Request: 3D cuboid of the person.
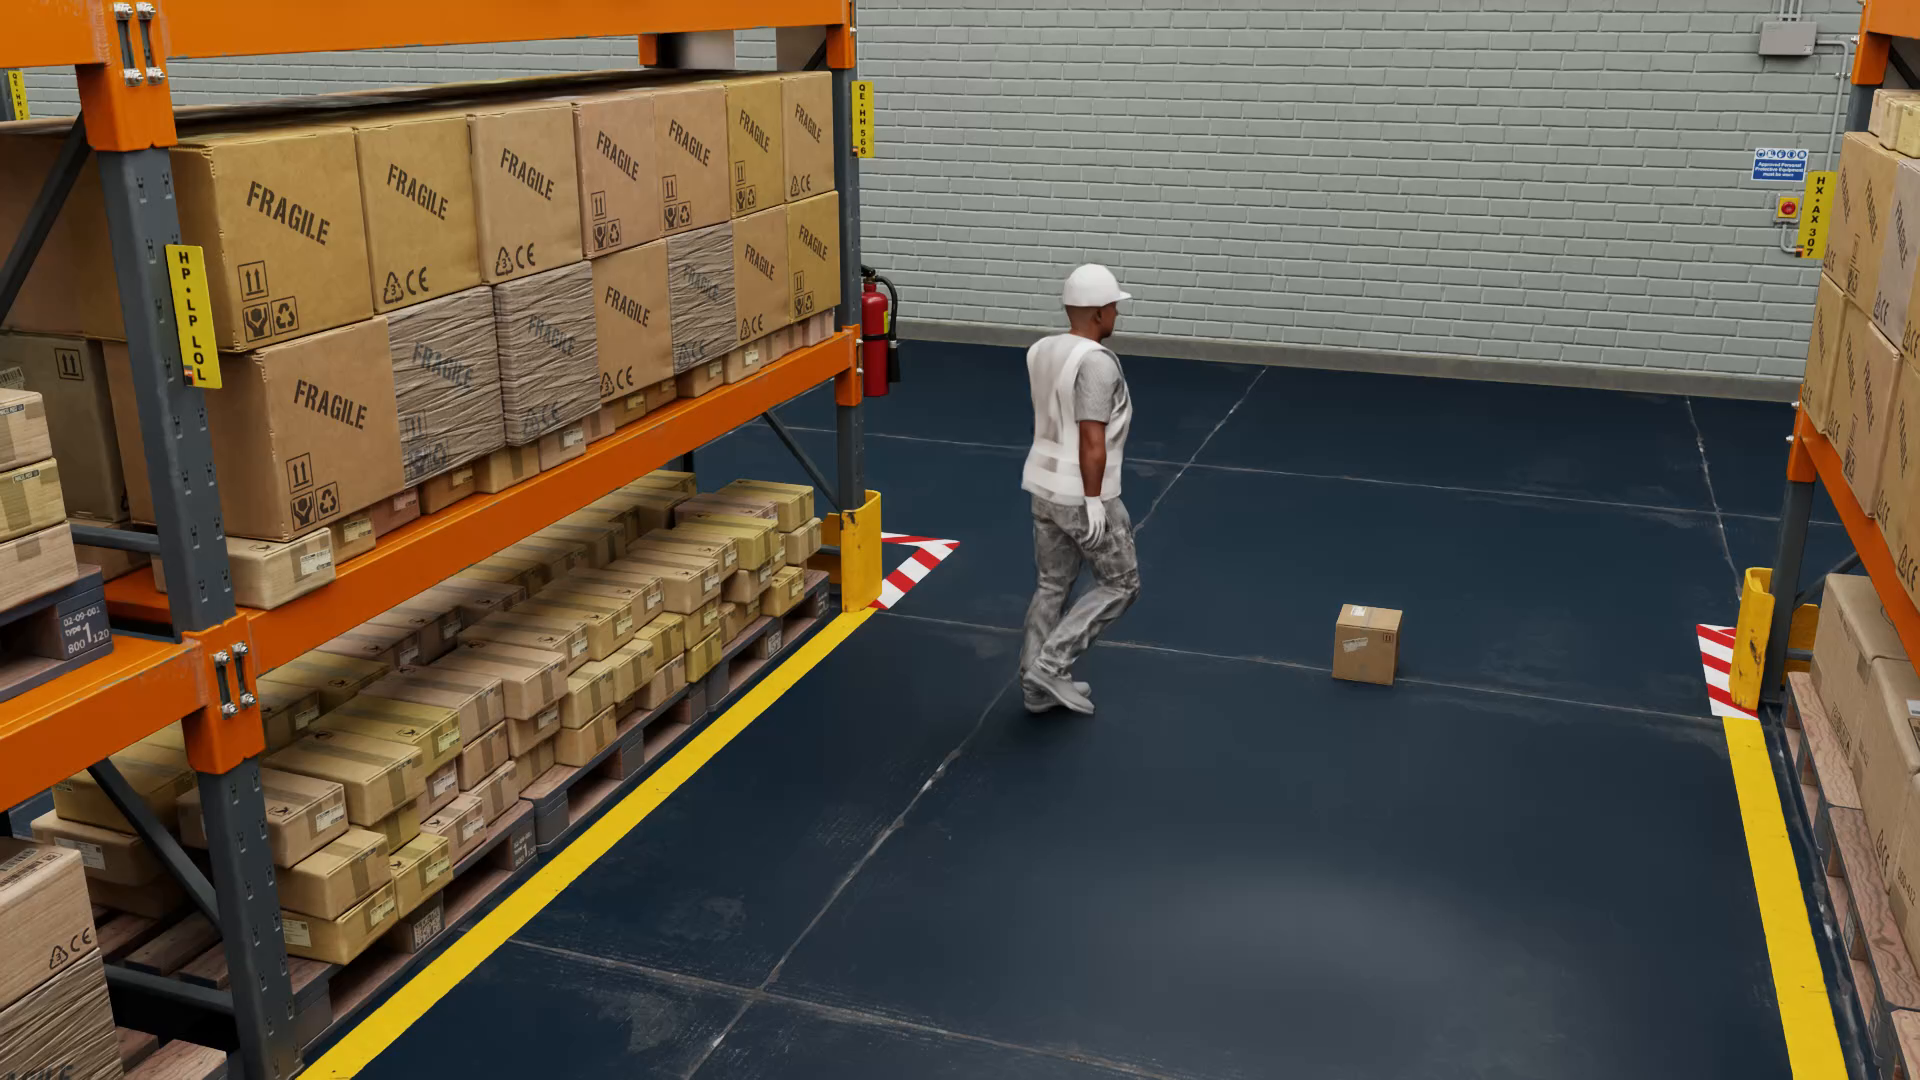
[{"bbox_3d":[0.440,-0.178,6.510,0.506,1.771,0.592,-10,21,-27],"label":"person"}]
